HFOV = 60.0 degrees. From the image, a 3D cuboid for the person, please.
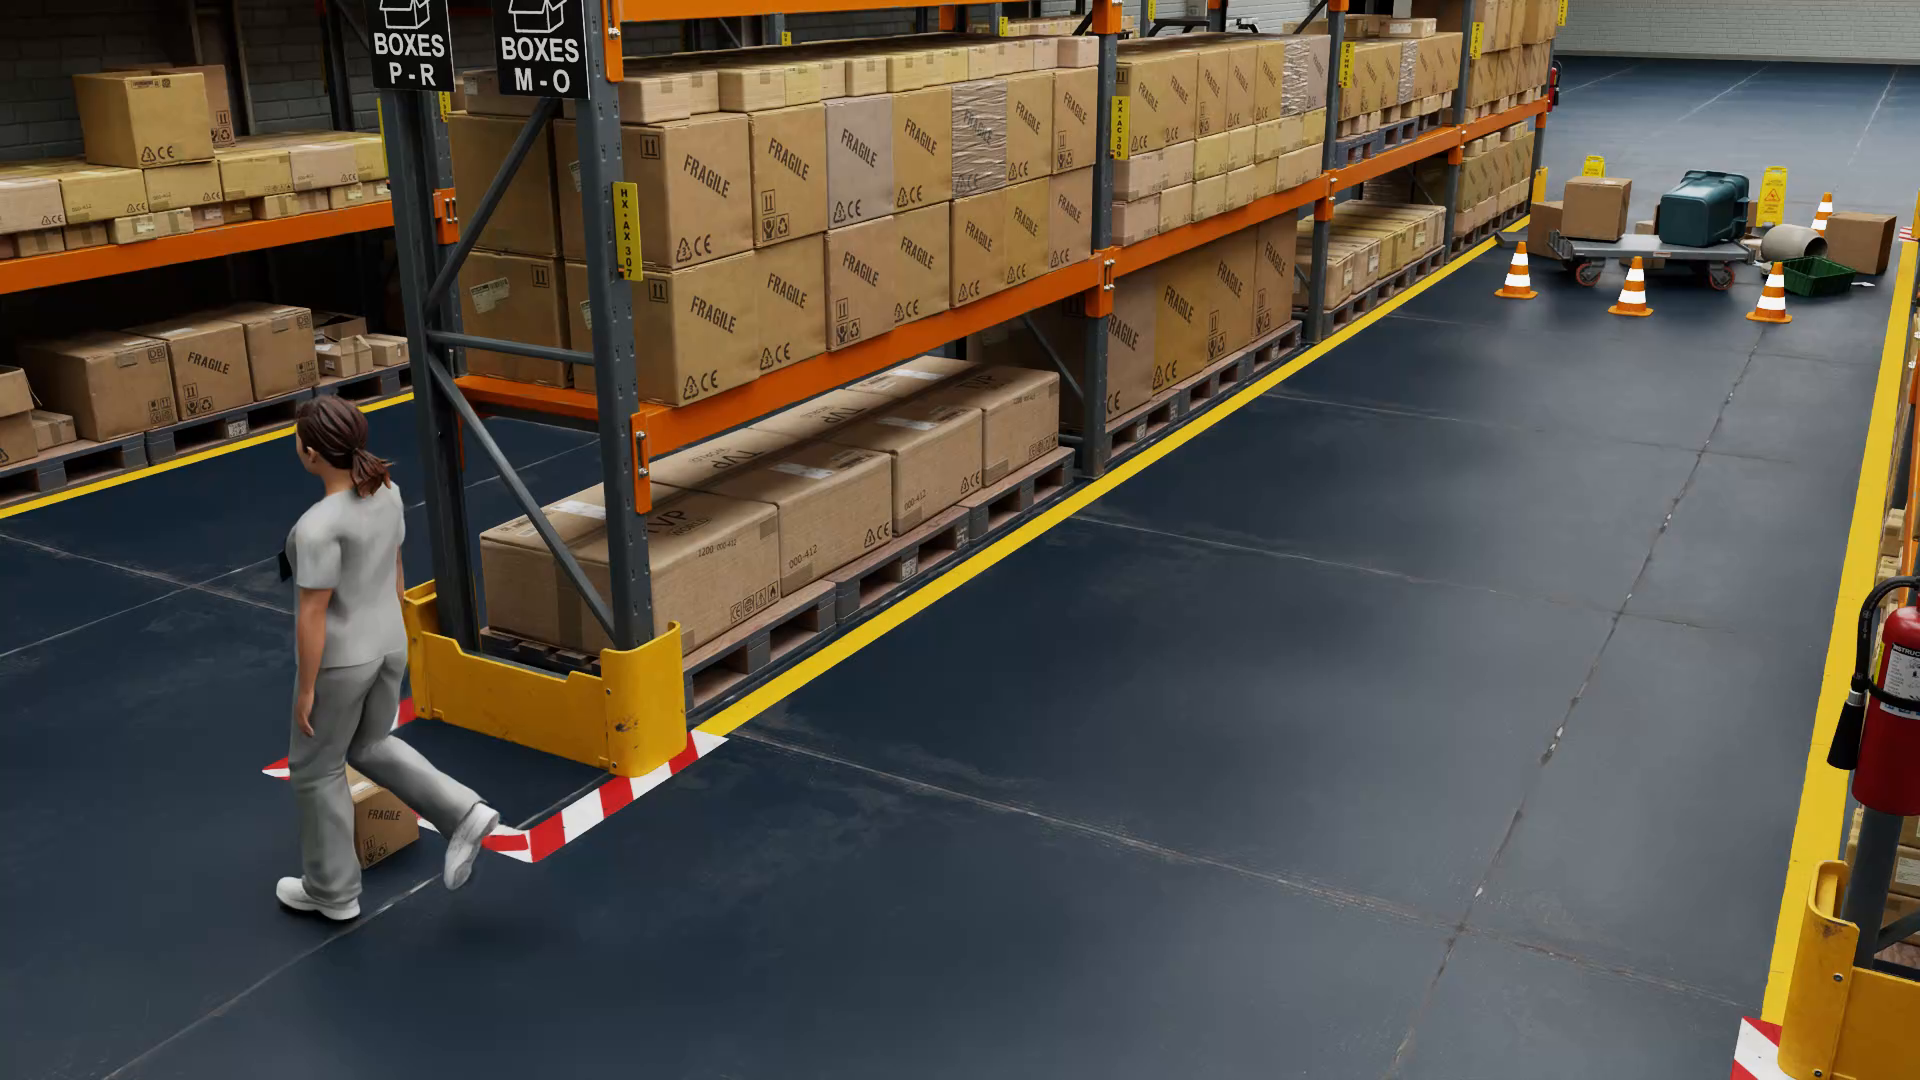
[{"bbox_3d":[-1.808,0.370,5.027,0.699,1.655,0.490,7,21,18],"label":"person"}]
